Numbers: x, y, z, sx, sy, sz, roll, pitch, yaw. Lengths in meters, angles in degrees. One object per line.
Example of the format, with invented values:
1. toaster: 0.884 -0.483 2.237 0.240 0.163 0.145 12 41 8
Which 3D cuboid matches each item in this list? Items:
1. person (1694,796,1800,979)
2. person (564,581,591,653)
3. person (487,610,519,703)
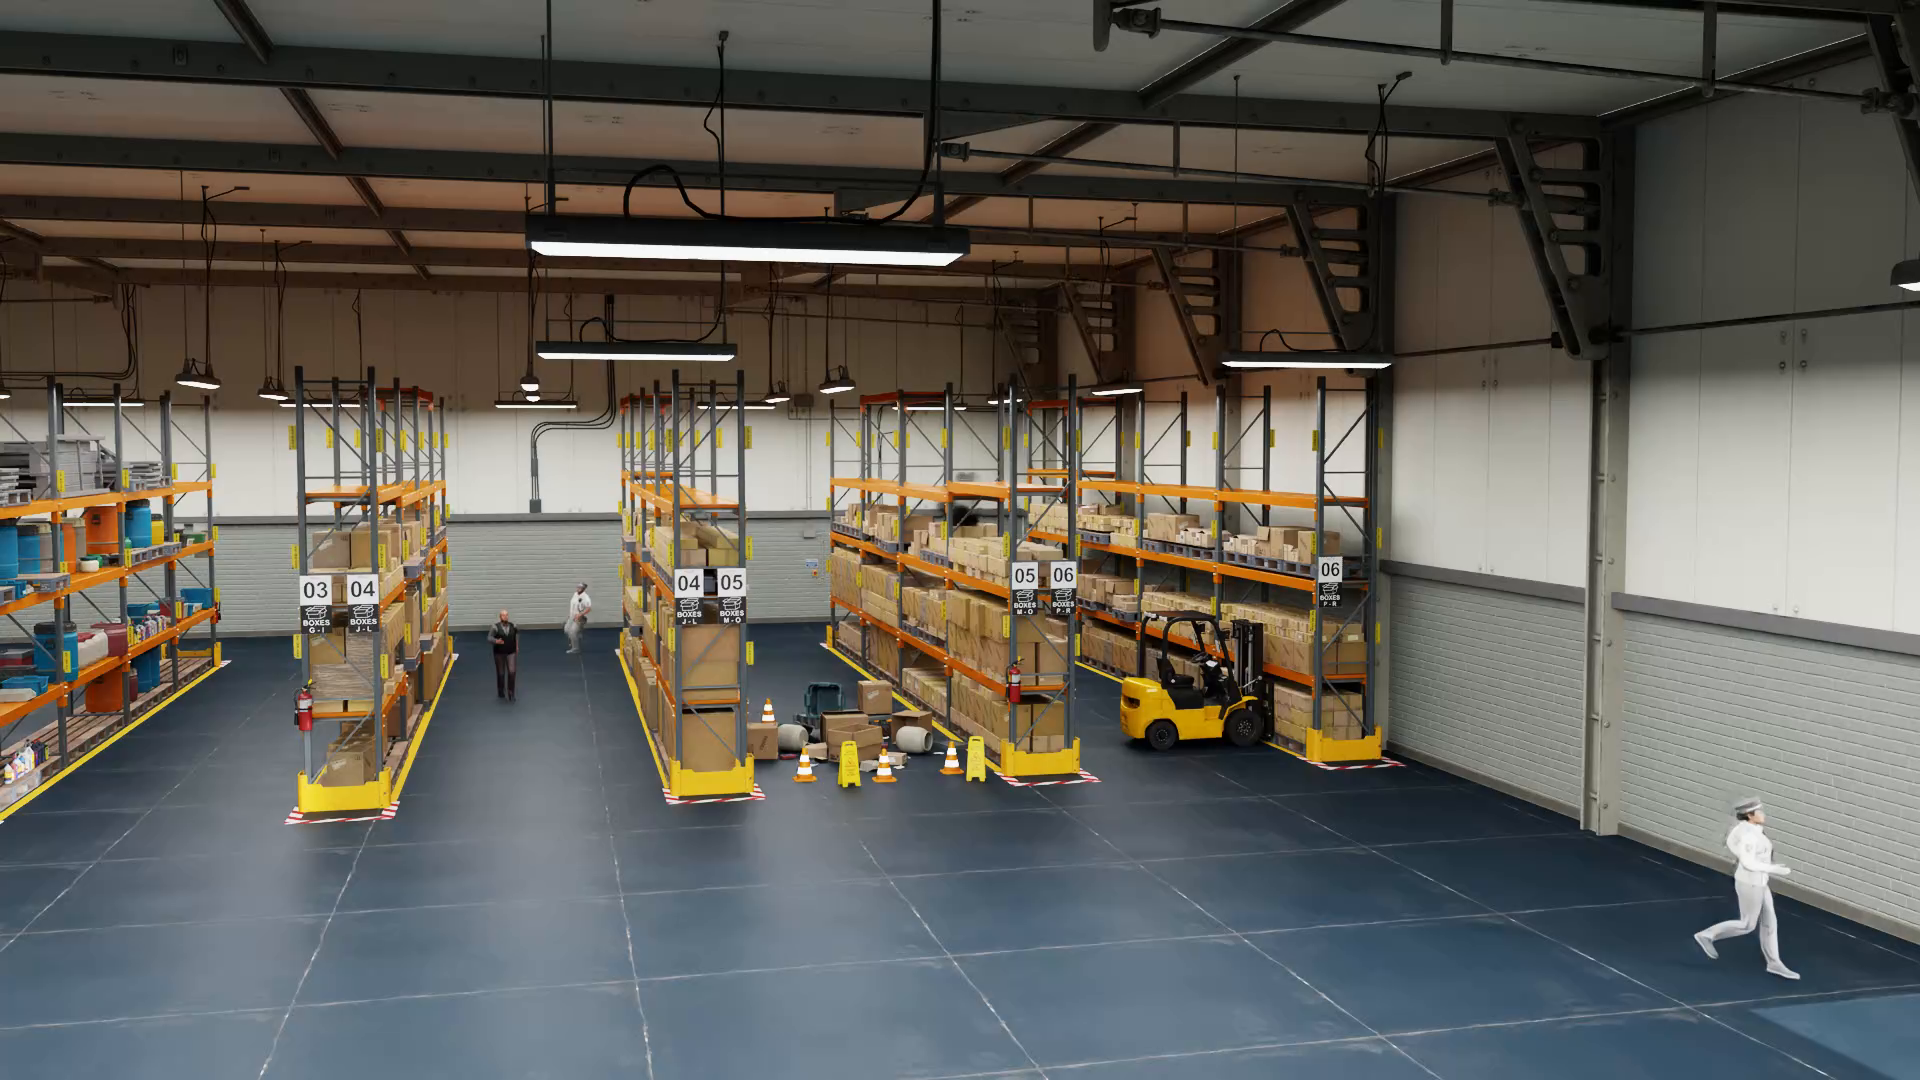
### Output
1. person: 7.387 3.223 15.573 0.901 1.693 0.616 2 4 29
2. person: -8.986 1.819 39.042 0.700 1.707 0.535 2 4 32
3. person: -8.782 2.236 32.030 0.642 1.772 0.803 -1 4 -23
